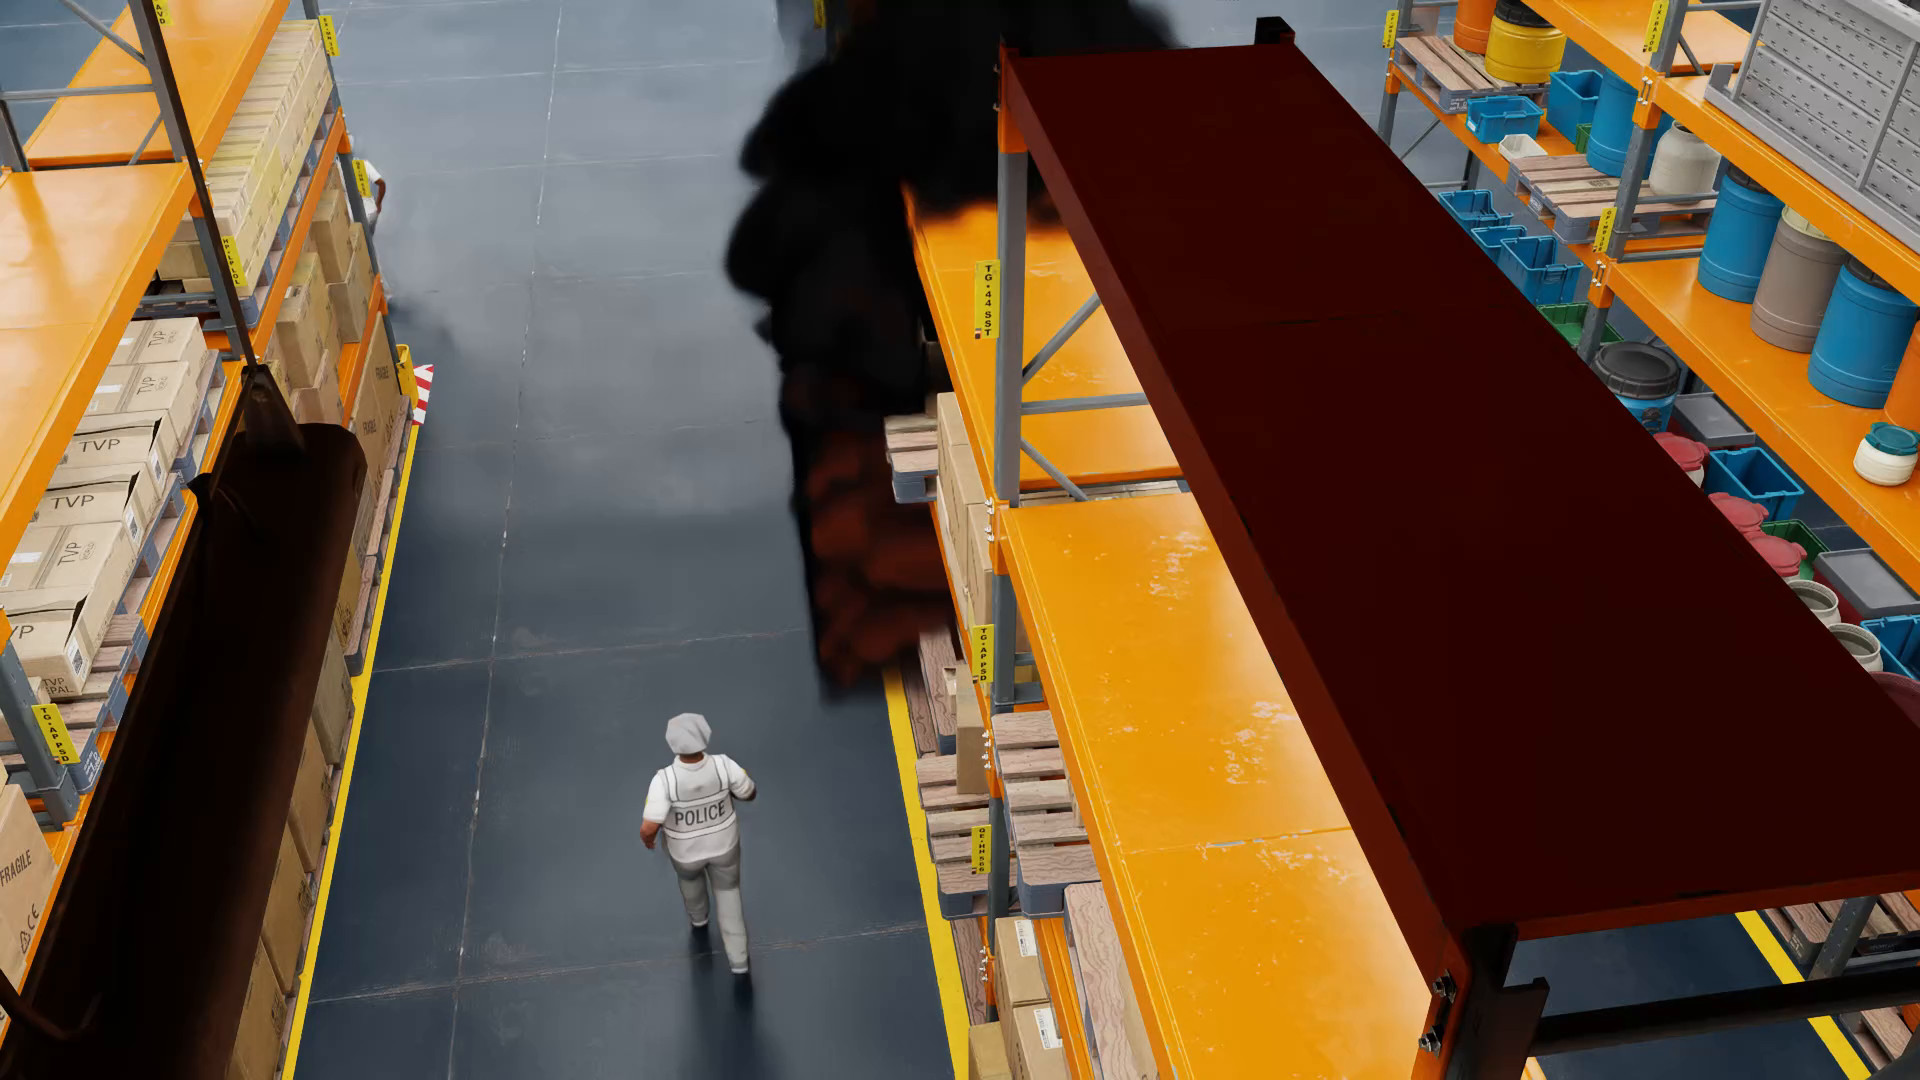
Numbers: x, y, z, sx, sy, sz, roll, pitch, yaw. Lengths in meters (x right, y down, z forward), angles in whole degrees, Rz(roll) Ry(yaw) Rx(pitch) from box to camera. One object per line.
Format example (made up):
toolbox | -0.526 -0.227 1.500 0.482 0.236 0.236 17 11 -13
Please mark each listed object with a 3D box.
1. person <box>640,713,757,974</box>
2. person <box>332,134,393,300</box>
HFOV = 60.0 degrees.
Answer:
person | -1.482 1.752 9.576 0.684 1.819 0.866 -10 37 -13
person | -5.891 -3.130 16.295 0.571 1.754 0.769 -29 45 -33
